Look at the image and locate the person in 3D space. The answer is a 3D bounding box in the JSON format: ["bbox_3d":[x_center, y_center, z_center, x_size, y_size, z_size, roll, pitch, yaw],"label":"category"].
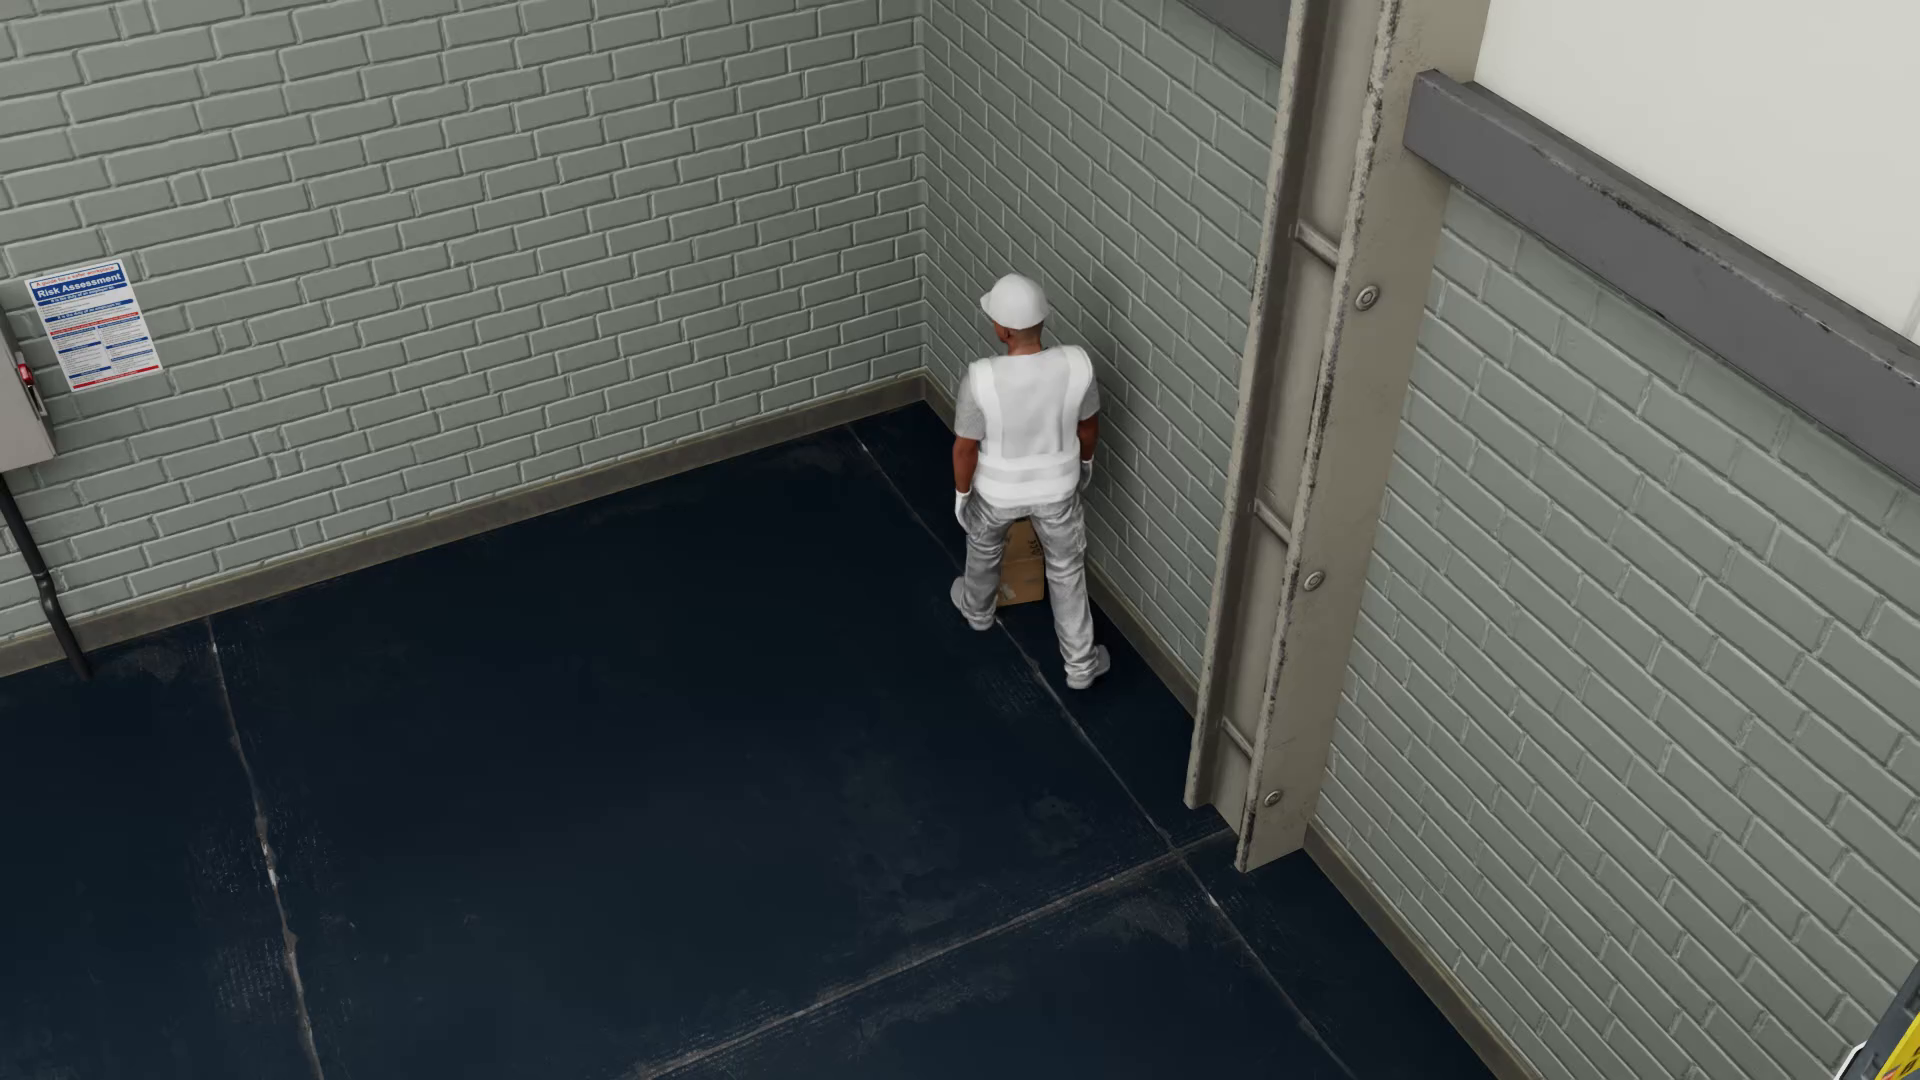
[{"bbox_3d":[0.248,-0.225,6.427,0.572,1.800,0.470,-5,41,-6],"label":"person"}]
